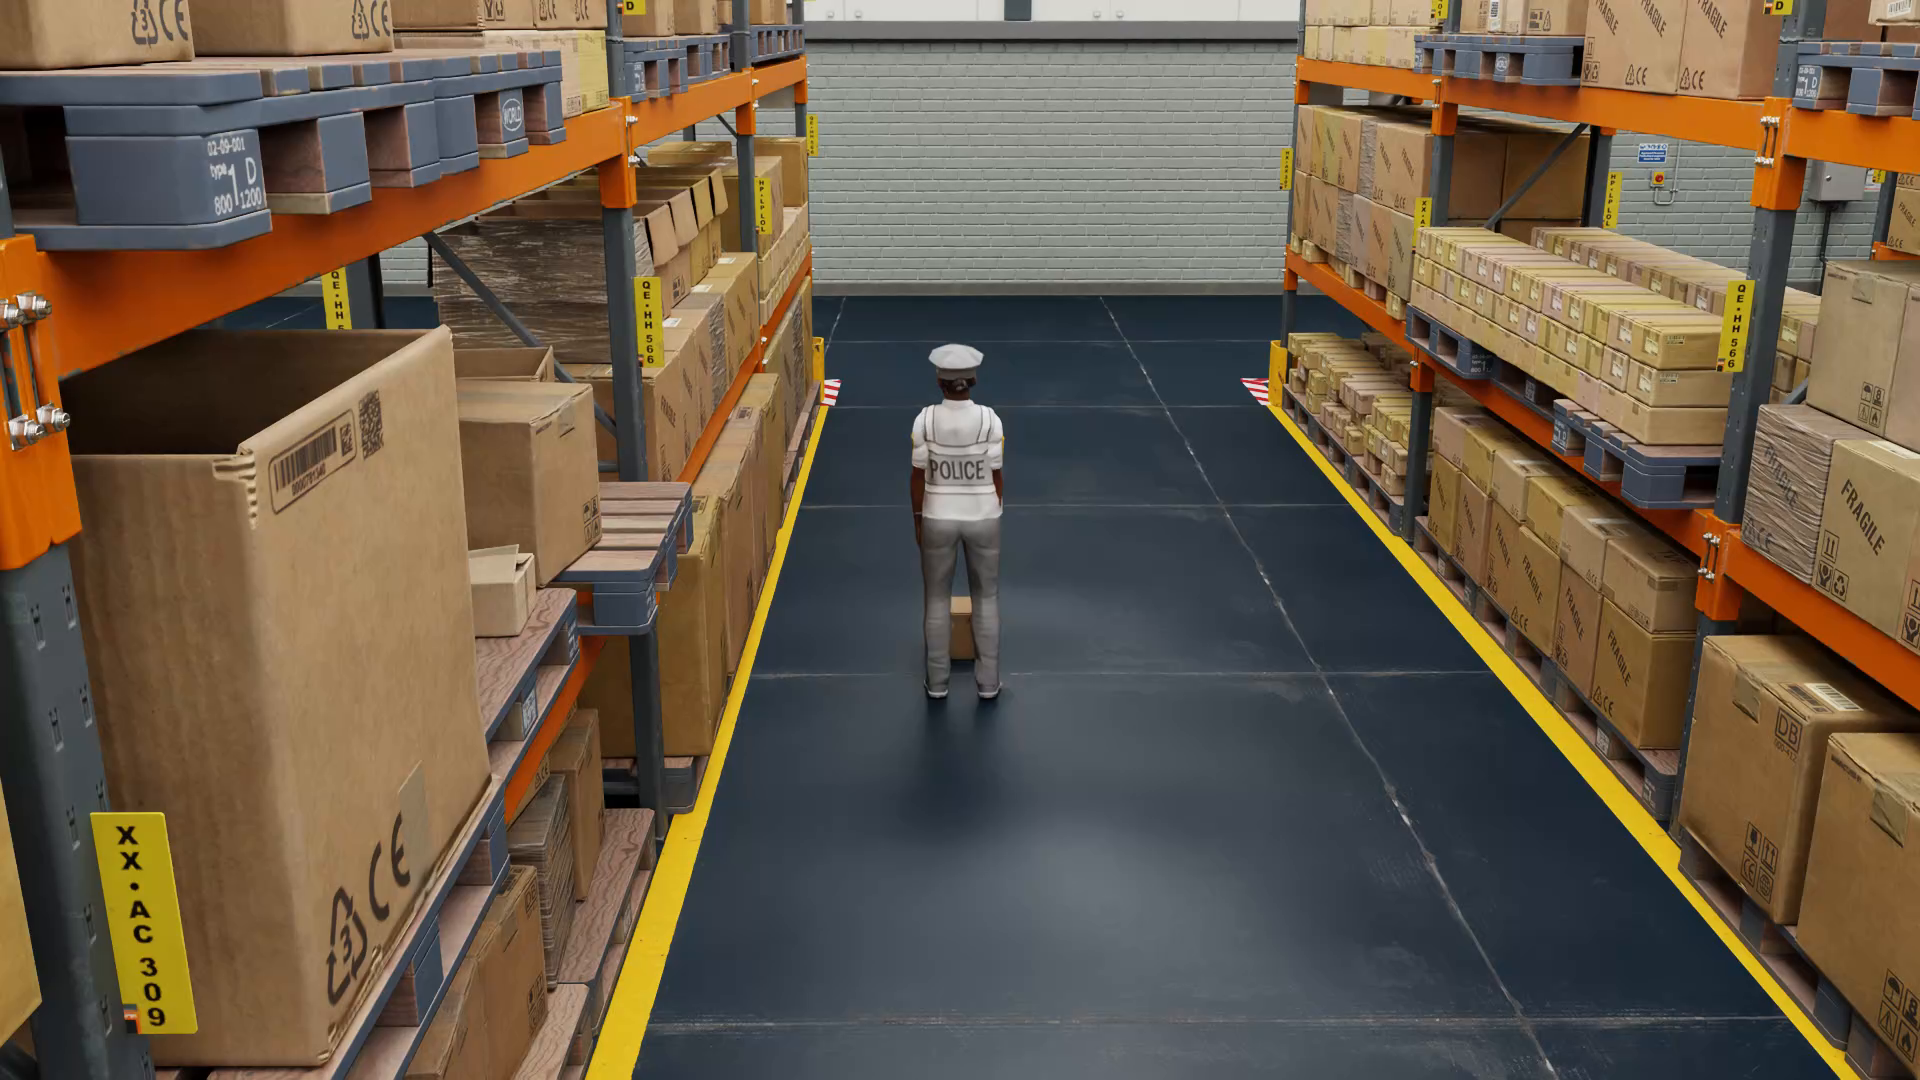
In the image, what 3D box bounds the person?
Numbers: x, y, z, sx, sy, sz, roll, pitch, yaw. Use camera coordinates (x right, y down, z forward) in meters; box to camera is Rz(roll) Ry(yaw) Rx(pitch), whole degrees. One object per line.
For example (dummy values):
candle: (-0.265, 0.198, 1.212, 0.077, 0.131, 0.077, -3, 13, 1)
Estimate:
person: (-0.015, -0.074, 7.785, 0.437, 1.672, 0.341, 0, 17, 0)
